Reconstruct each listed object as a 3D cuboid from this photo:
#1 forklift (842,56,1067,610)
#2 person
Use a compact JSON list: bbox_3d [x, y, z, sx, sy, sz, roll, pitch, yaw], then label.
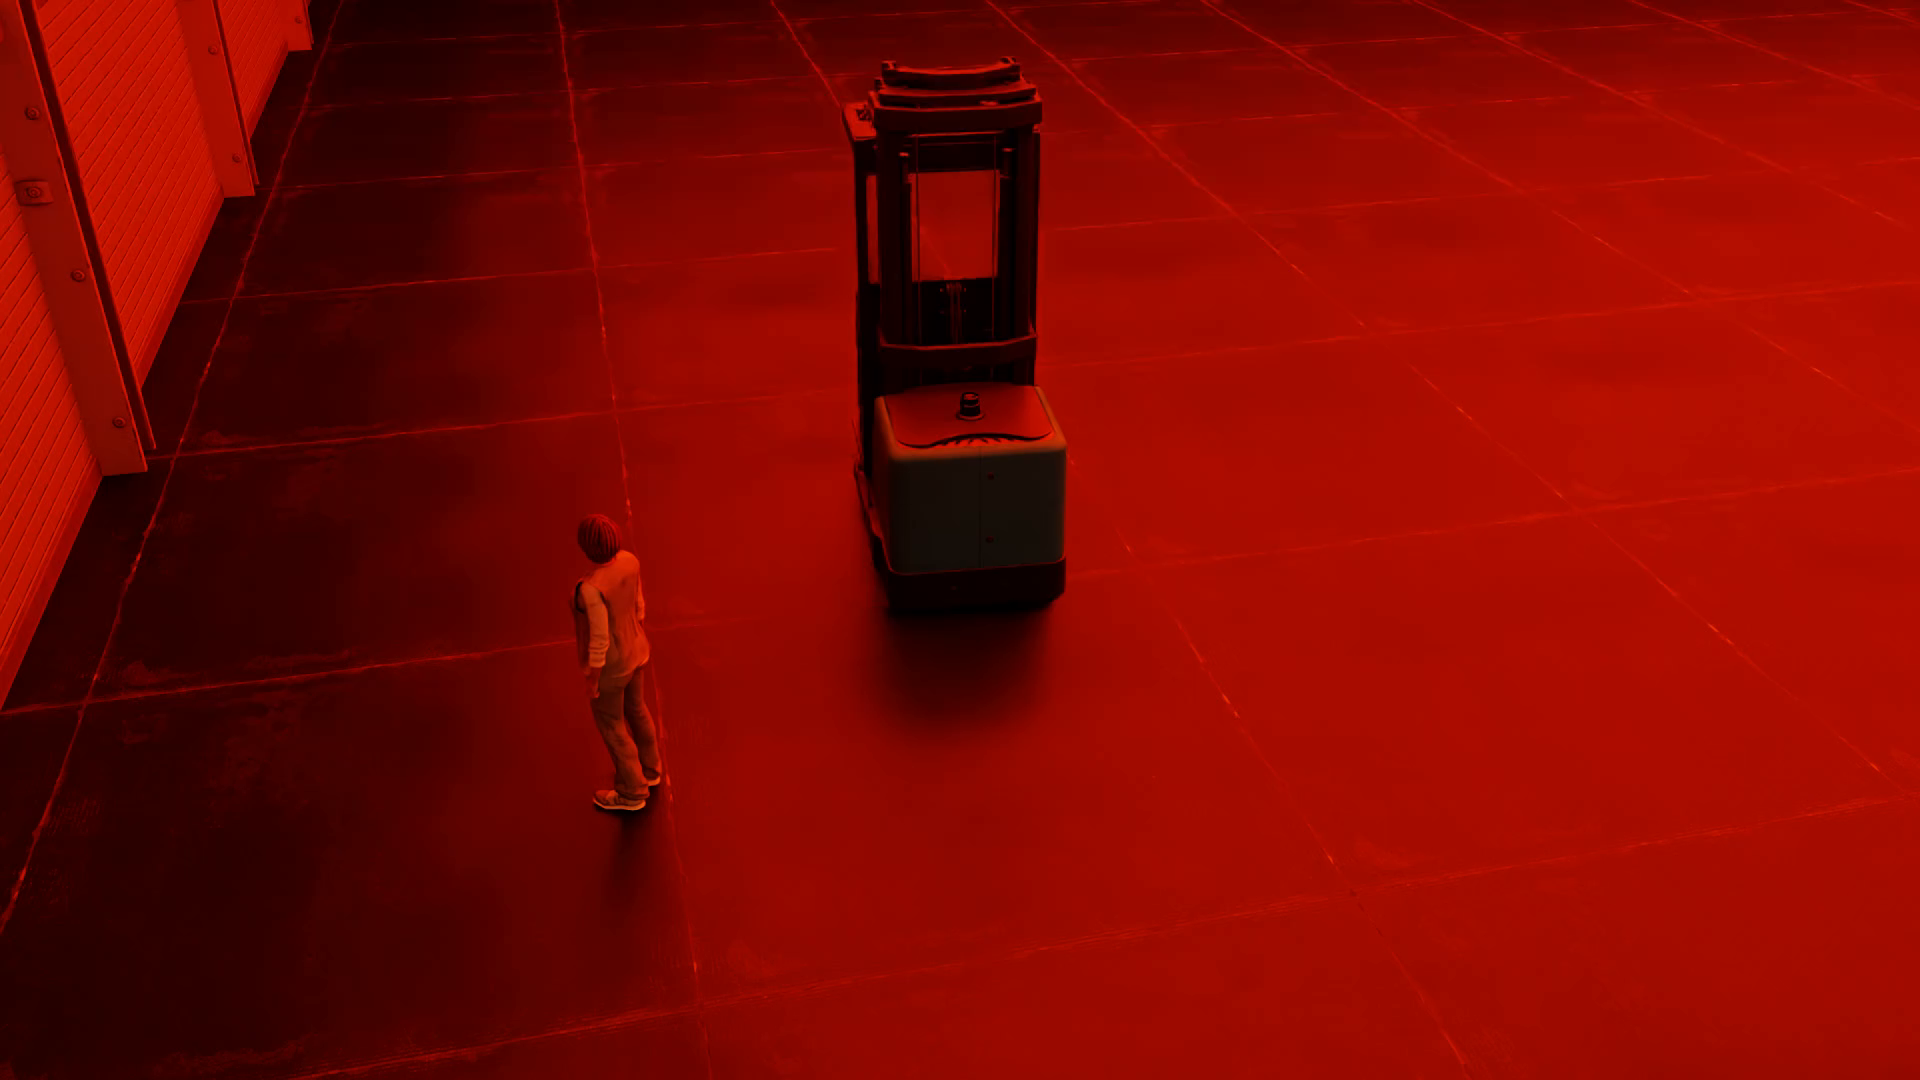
[{"bbox_3d":[-0.116,-1.582,10.308,1.130,2.935,3.031,-4,30,-8],"label":"forklift"},{"bbox_3d":[-1.650,0.576,7.909,0.329,1.602,0.444,12,32,20],"label":"person"}]
